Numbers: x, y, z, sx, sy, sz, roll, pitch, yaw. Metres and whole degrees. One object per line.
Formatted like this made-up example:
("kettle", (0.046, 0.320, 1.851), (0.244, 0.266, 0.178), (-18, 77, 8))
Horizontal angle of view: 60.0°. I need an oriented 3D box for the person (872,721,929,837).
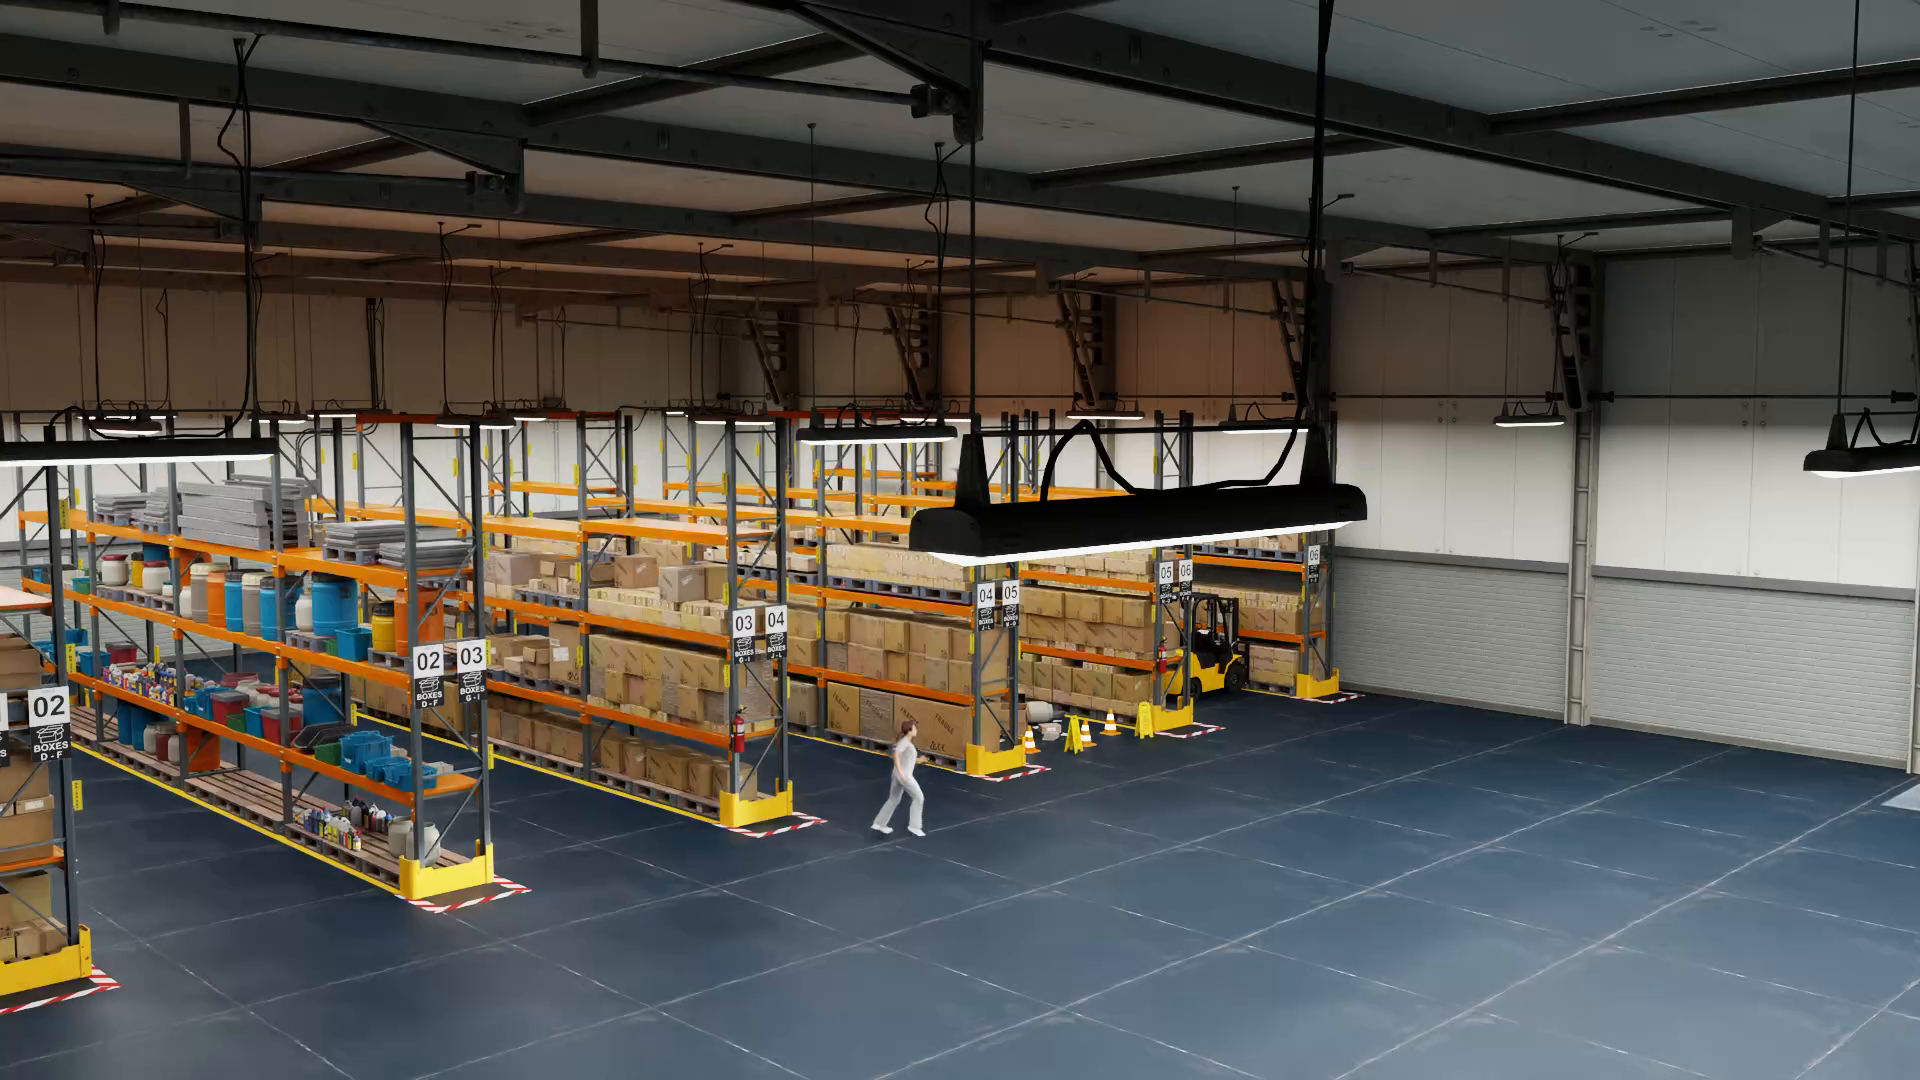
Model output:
("person", (-0.839, 3.446, 23.868), (0.865, 1.715, 0.498), (-2, 5, -18))
